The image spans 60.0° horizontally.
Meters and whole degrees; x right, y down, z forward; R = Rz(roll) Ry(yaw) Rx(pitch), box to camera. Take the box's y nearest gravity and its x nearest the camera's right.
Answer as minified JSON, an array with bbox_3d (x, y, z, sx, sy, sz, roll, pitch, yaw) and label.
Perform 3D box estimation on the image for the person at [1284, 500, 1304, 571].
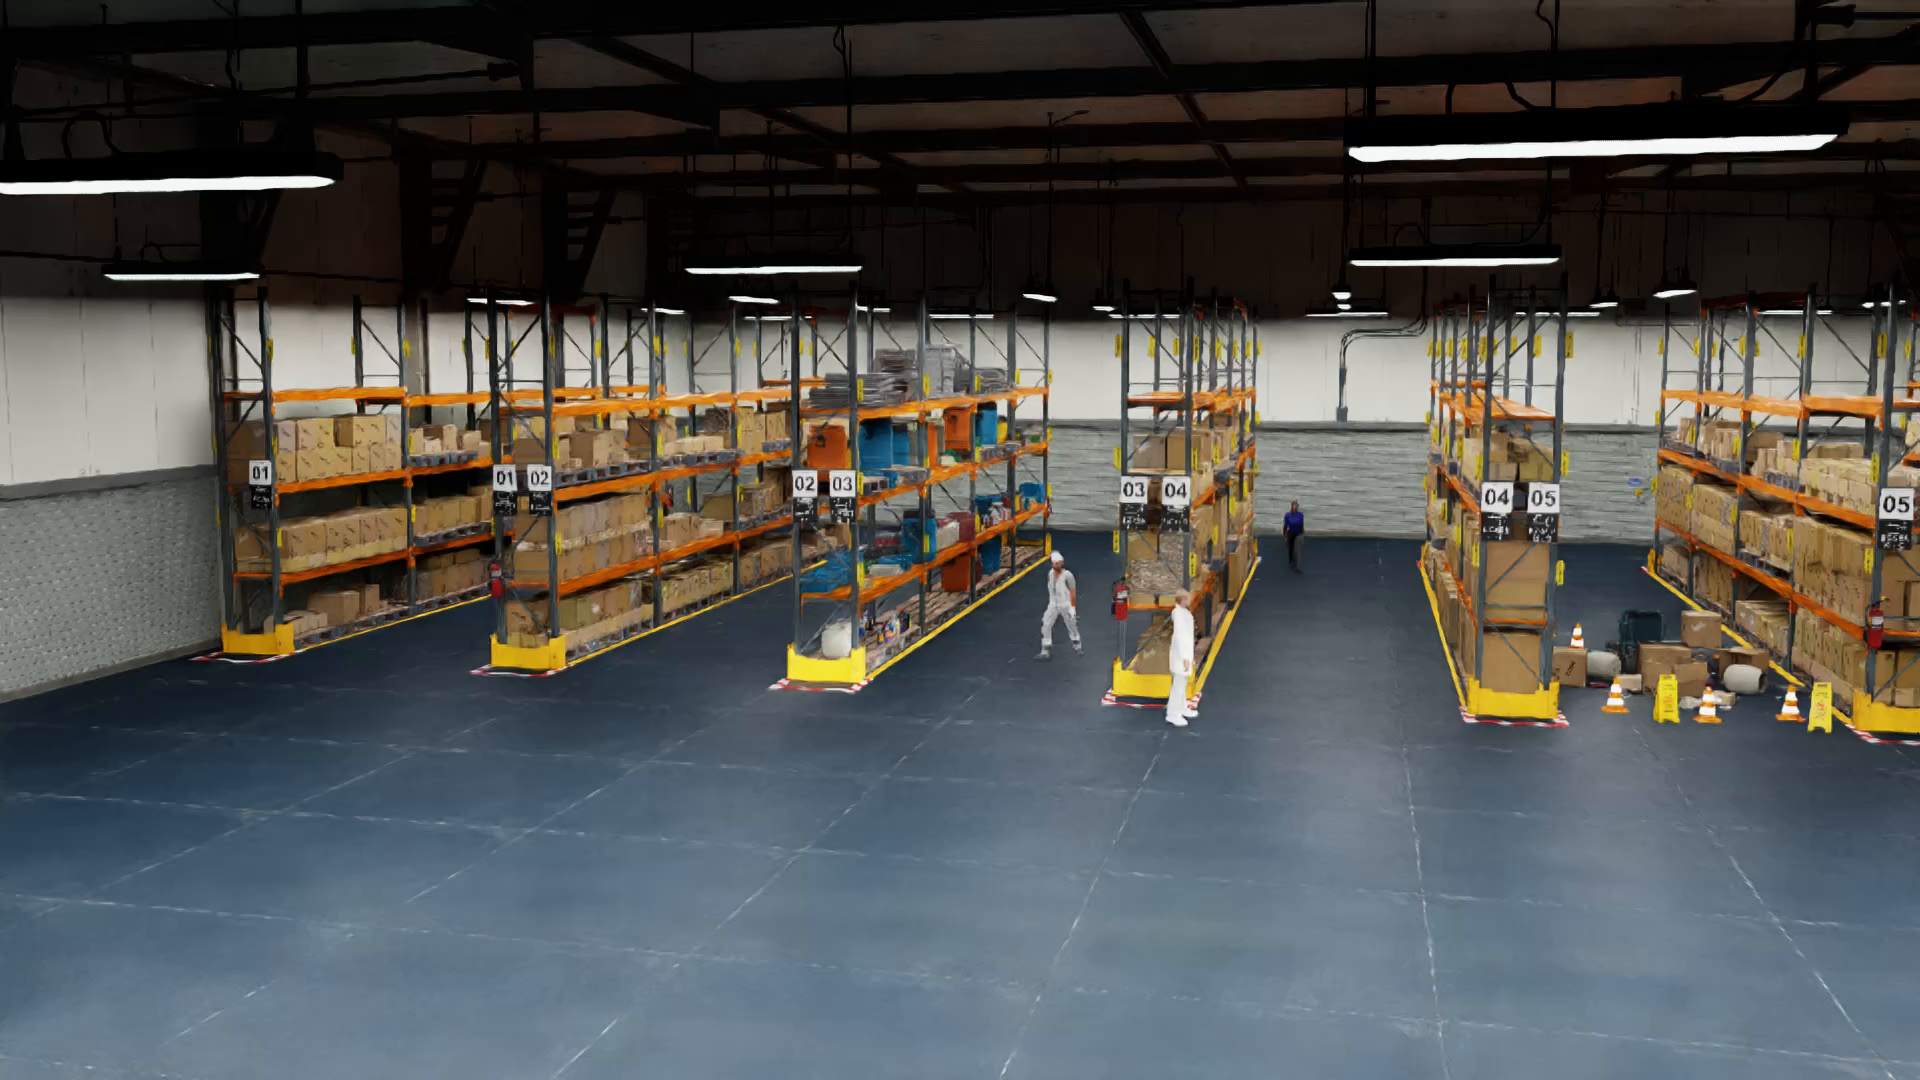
[{"bbox_3d":[7.559,-0.120,37.663,0.447,1.574,1.087,2,7,15],"label":"person"}]

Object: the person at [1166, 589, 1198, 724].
[{"bbox_3d":[2.994,1.538,22.313,0.439,1.787,0.701,1,7,7],"label":"person"}]

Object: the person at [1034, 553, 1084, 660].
[{"bbox_3d":[1.627,1.066,26.891,0.592,1.739,0.988,4,8,34],"label":"person"}]
